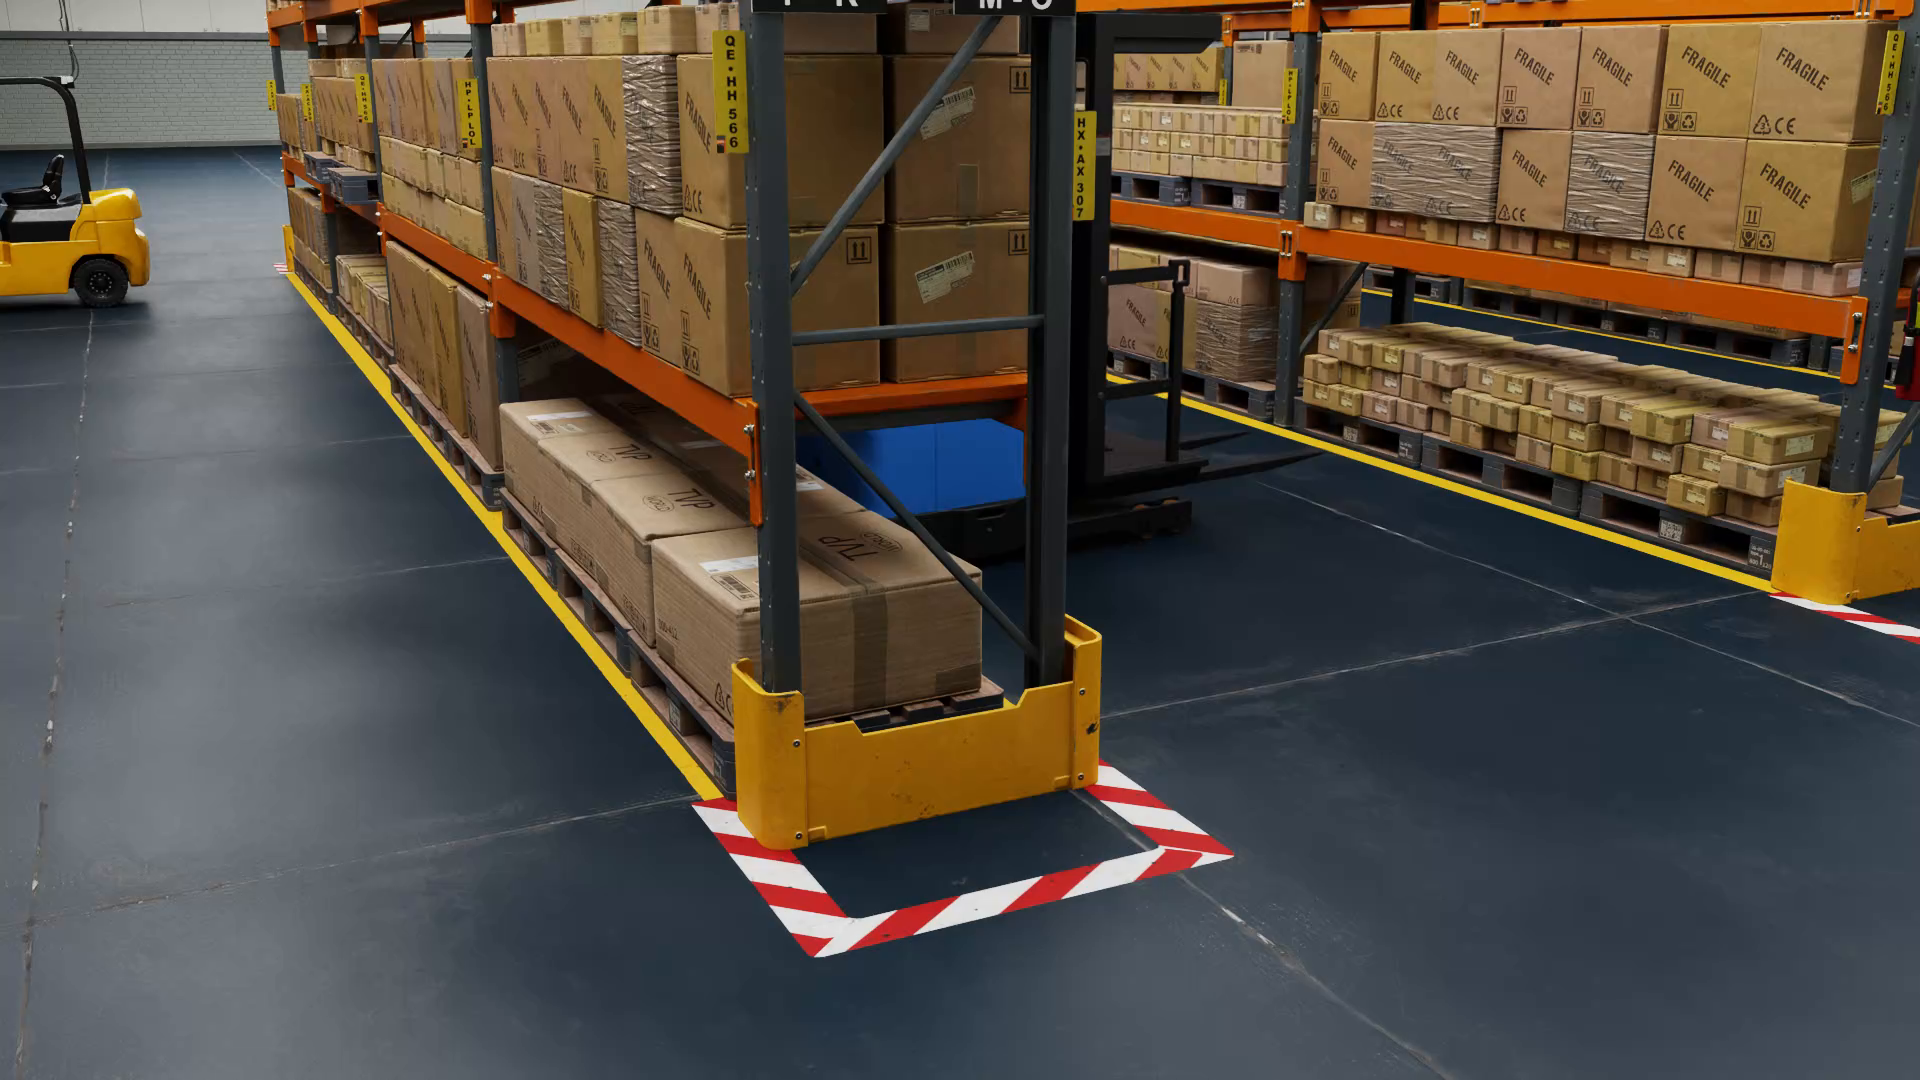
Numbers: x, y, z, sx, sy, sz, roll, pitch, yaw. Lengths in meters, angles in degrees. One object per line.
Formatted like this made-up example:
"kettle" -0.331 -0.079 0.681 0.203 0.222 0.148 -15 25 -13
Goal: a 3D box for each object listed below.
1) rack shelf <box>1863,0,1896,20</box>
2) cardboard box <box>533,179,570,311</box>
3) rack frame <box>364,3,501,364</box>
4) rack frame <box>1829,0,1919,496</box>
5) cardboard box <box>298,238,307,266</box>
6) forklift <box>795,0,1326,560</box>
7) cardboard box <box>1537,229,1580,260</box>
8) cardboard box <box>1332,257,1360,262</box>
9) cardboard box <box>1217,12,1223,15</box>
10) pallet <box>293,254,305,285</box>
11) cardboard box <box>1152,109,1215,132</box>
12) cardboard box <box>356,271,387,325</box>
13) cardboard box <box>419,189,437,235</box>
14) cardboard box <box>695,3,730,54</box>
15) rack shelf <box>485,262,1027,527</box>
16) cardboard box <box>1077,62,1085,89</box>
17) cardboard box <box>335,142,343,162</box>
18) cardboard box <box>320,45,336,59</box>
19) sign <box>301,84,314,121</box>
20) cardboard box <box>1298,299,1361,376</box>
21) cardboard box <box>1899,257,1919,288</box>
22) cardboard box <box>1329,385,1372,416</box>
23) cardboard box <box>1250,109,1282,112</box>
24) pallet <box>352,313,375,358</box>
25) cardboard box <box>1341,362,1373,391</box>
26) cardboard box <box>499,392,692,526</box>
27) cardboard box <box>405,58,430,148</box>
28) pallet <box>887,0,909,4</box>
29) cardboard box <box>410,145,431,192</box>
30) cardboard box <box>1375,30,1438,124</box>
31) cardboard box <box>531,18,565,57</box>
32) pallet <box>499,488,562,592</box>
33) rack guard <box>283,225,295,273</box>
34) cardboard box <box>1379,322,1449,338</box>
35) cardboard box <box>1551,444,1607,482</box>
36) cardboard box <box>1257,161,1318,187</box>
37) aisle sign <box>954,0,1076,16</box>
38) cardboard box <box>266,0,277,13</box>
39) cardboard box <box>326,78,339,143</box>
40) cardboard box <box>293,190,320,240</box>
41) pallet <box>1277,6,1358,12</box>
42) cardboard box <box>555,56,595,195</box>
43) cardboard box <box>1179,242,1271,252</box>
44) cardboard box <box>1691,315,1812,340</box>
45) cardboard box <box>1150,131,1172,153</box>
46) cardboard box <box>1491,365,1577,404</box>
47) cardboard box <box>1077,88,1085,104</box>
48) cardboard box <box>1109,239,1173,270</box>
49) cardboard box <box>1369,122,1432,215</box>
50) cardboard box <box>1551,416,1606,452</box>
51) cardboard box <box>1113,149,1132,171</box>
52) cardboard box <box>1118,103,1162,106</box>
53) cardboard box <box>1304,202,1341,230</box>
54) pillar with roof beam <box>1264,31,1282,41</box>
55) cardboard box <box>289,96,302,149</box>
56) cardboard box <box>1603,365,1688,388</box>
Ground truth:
"rack shelf" 7.900 -3.410 10.563 1.077 0.370 4.000 -8 18 -25
"cardboard box" -1.486 -1.263 7.034 0.500 0.500 0.500 -8 18 -25
"rack frame" -3.637 -2.604 11.888 1.000 3.000 0.127 -8 18 -25
"rack frame" 4.273 -1.244 7.148 1.000 3.000 0.127 -8 18 -25
"cardboard box" -6.821 -3.107 17.865 0.500 0.250 0.500 -7 17 -23
"forklift" 0.568 -1.530 8.267 3.031 2.935 1.130 -10 19 -32
"cardboard box" 3.260 -1.564 8.718 0.380 0.149 0.250 -7 18 -24
"cardboard box" 4.450 -3.251 17.877 0.700 0.500 0.500 -6 17 -20
"cardboard box" 3.084 -6.245 19.409 0.500 0.250 0.500 -7 17 -23
"pallet" -6.785 -3.023 18.403 1.003 0.211 1.213 -8 18 -25
"cardboard box" 1.599 -3.002 11.890 0.380 0.149 0.250 -9 18 -27
"cardboard box" -4.534 -2.055 13.977 0.950 0.372 0.625 -7 17 -23
"cardboard box" -2.964 -2.003 10.063 0.500 0.250 0.500 -8 18 -25
"cardboard box" -0.603 -1.586 5.170 0.380 0.149 0.250 -7 18 -24
"rack shelf" -1.009 -0.771 6.803 1.077 0.370 4.000 -8 18 -25
"cardboard box" 1.762 -6.288 22.191 0.500 0.500 0.500 -8 18 -25
"cardboard box" -4.886 -3.176 13.573 0.380 0.149 0.250 -7 17 -23
"cardboard box" -6.097 -4.779 16.931 0.700 0.500 0.500 -8 18 -25
"sign" -5.874 -3.945 14.990 0.100 0.325 0.005 -8 18 -25
"cardboard box" 2.435 -1.451 11.641 0.500 0.500 0.500 -7 17 -23
"cardboard box" 4.426 -1.243 7.600 0.380 0.149 0.250 -8 18 -25
"cardboard box" 2.508 -0.872 10.259 0.380 0.149 0.250 -7 17 -23
"cardboard box" 2.304 -3.014 11.931 0.380 0.149 0.250 -8 18 -25
"pallet" -4.509 -1.760 14.002 1.003 0.211 1.213 -8 18 -25
"cardboard box" 2.583 -1.030 10.269 0.380 0.149 0.250 -8 18 -25
"cardboard box" -1.706 -0.414 8.140 0.875 0.438 0.875 -8 18 -26
"cardboard box" -2.984 -2.604 9.892 0.500 0.500 0.500 -7 18 -24
"pallet" -0.054 -5.009 15.172 1.003 0.211 1.213 -7 17 -22
"cardboard box" -2.994 -2.236 9.972 0.500 0.250 0.500 -7 18 -24
"cardboard box" 2.740 -2.640 9.477 0.500 0.500 0.500 -8 18 -27
"cardboard box" -1.559 -2.085 6.909 0.380 0.149 0.250 -8 18 -26
"pallet" -1.622 -0.074 8.127 1.003 0.211 1.213 -8 18 -25
"rack guard" -7.109 -3.368 19.080 1.175 0.500 0.348 -8 18 -25
"cardboard box" 2.910 -1.297 10.659 0.380 0.149 0.250 -7 17 -23
"cardboard box" 3.325 -0.424 8.696 0.380 0.149 0.250 -9 18 -27
"cardboard box" 2.168 -2.392 10.840 0.380 0.149 0.250 -8 18 -26
"aisle sign" 0.160 -1.888 4.677 0.394 0.787 0.004 -8 18 -25
"cardboard box" -7.289 -5.788 17.998 0.380 0.149 0.250 -8 18 -25
"cardboard box" -4.783 -3.464 13.401 0.500 0.500 0.500 -8 18 -27
"cardboard box" -6.793 -3.460 17.735 0.500 0.500 0.500 -8 18 -27
"pallet" 4.150 -5.723 17.657 1.213 0.211 1.003 -8 18 -25
"cardboard box" -1.246 -1.614 6.444 0.500 0.500 0.500 -8 18 -25
"cardboard box" 1.979 -2.071 12.439 0.500 0.250 0.500 -7 17 -23
"cardboard box" 6.725 -2.147 13.385 1.225 0.875 0.875 -8 18 -25
"cardboard box" 1.588 -2.861 11.938 0.380 0.149 0.250 -8 18 -25
"cardboard box" 3.147 -0.852 9.111 0.380 0.149 0.250 -8 18 -25
"cardboard box" 1.983 -5.837 22.432 0.875 0.500 0.500 -8 18 -25
"cardboard box" 1.280 -2.138 12.675 0.500 0.250 0.500 -8 18 -24
"cardboard box" 2.734 -2.152 9.591 0.500 0.500 0.500 -8 18 -25
"cardboard box" 3.317 -0.570 8.668 0.380 0.149 0.250 -7 18 -24
"cardboard box" 1.365 -2.845 12.421 0.380 0.149 0.250 -7 18 -24
"cardboard box" 1.503 -3.466 13.506 0.380 0.149 0.250 -8 18 -26
"cardboard box" 2.350 -2.005 10.256 0.380 0.149 0.250 -7 17 -23
"pillar with roof beam" 4.453 -14.339 41.904 9.100 9.000 0.400 -8 18 -25
"cardboard box" -6.500 -4.249 16.898 0.500 0.500 0.500 -8 18 -26
"cardboard box" 3.754 -0.856 9.126 0.380 0.149 0.250 -7 18 -24
